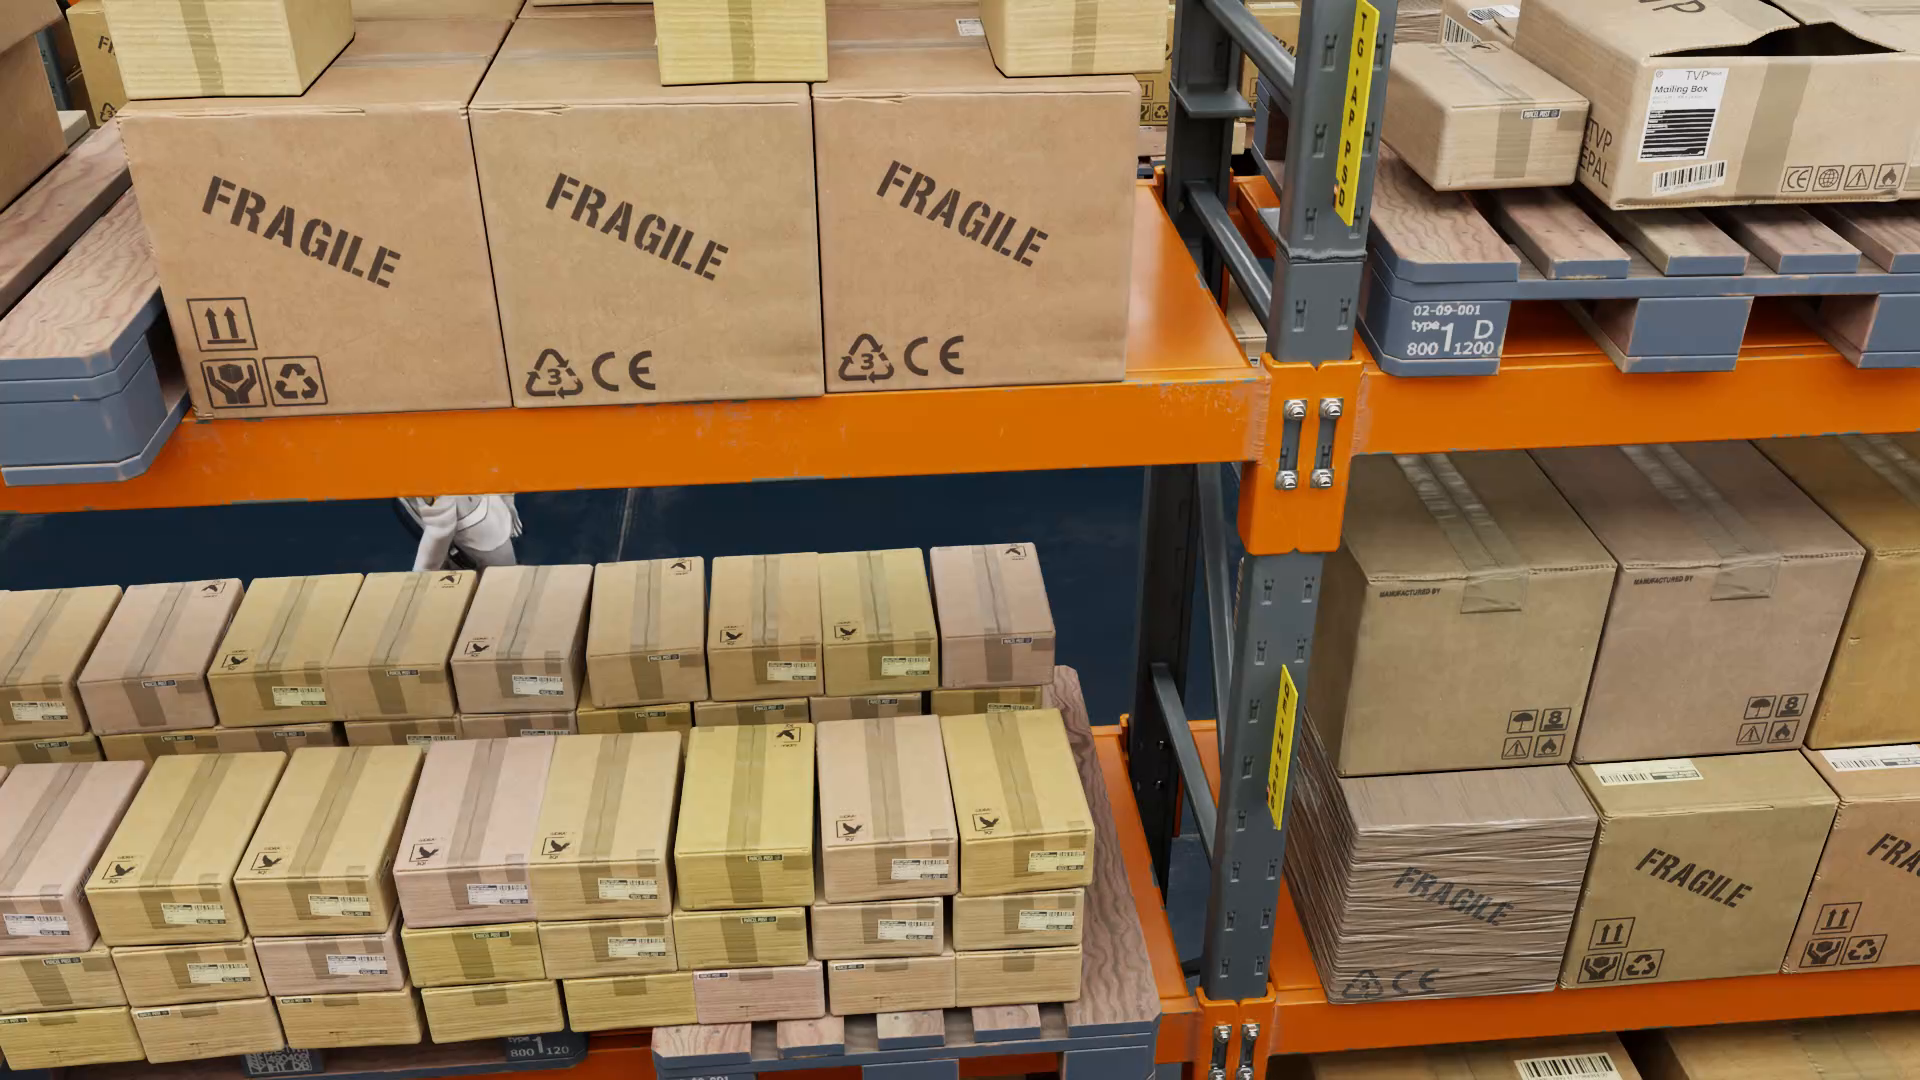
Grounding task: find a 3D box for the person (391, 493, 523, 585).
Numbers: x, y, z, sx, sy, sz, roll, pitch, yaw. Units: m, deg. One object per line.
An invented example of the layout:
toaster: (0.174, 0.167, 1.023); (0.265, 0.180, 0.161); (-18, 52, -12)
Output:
person: (-1.849, 0.015, 6.128); (1.019, 1.593, 0.557); (-6, 32, -10)
